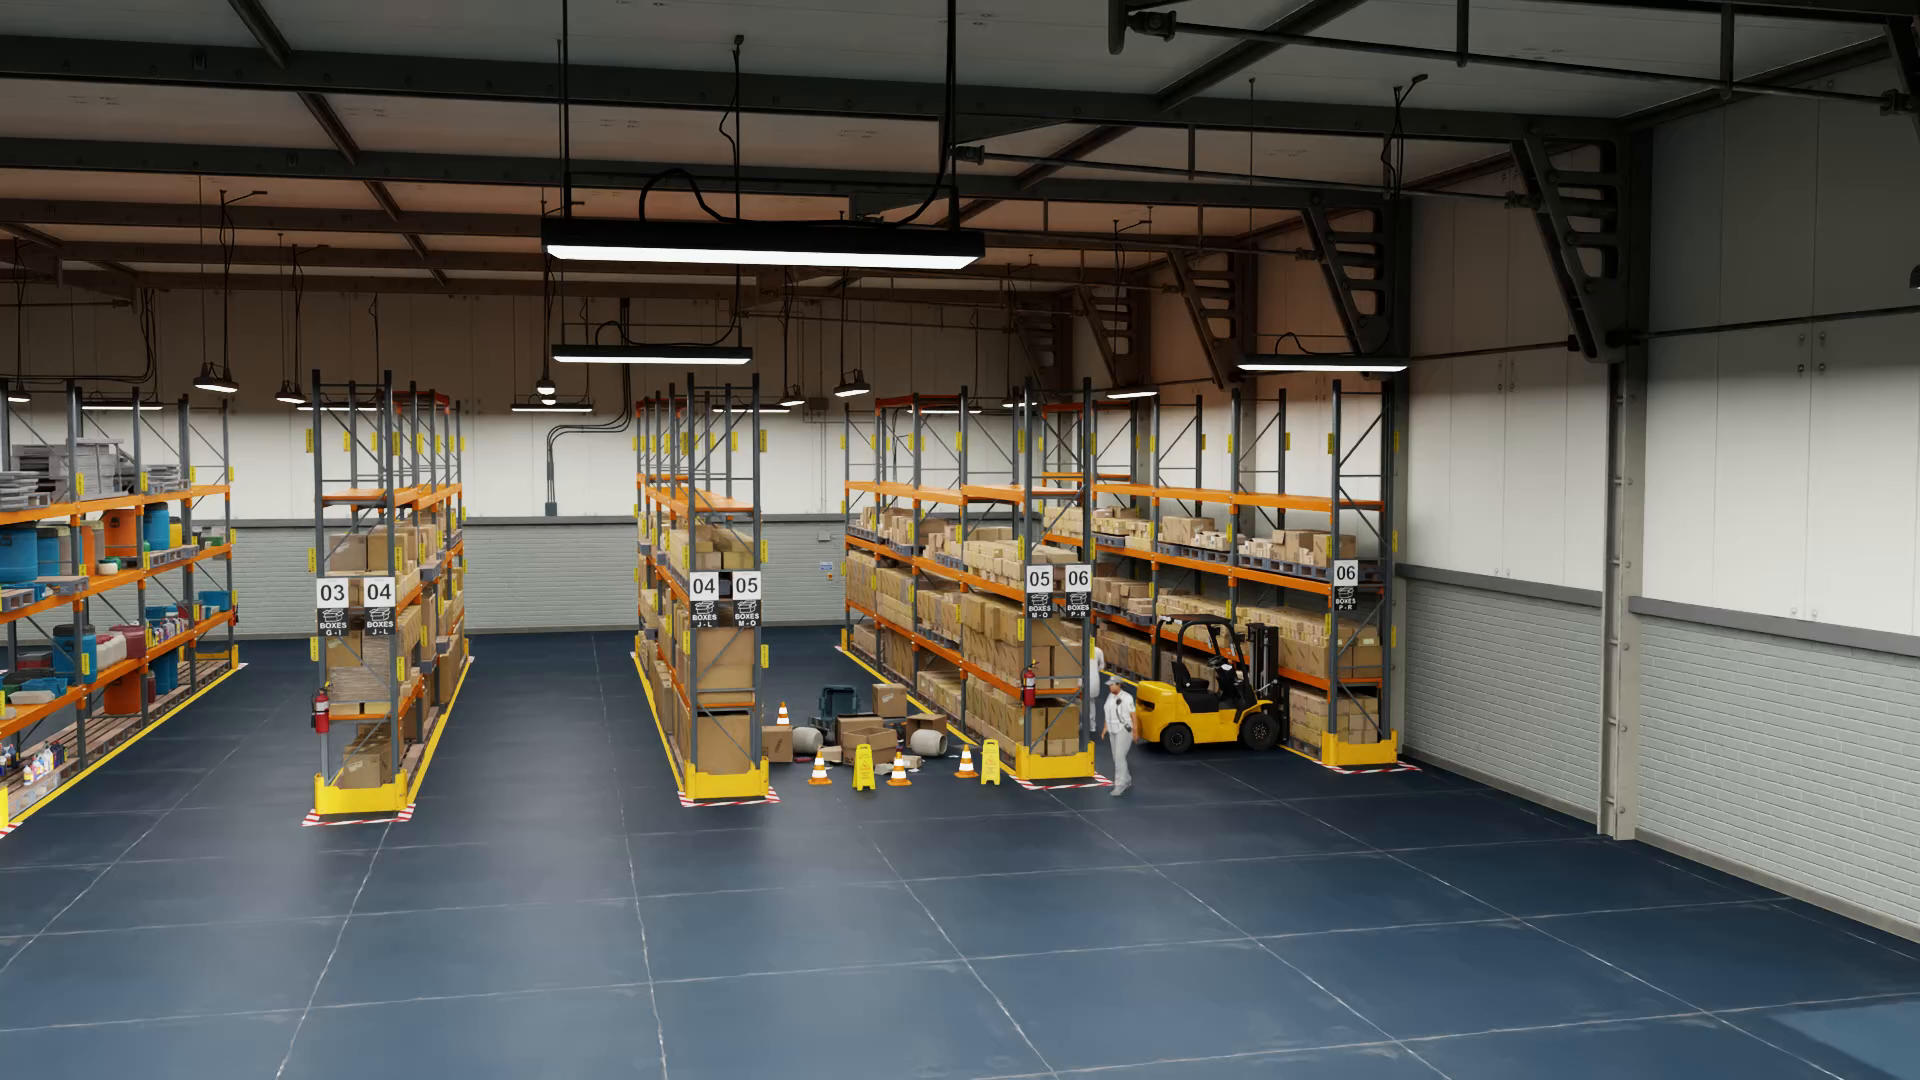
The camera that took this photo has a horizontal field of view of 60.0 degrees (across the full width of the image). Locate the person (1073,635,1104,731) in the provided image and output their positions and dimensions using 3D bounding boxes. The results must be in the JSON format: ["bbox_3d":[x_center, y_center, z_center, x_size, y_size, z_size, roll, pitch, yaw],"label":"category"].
[{"bbox_3d":[2.237,2.502,29.169,0.667,1.643,0.837,-1,3,-12],"label":"person"}]

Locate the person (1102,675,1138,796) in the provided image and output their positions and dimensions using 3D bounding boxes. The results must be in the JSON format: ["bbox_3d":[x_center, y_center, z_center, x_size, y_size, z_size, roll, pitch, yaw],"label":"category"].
[{"bbox_3d":[2.273,2.797,24.017,0.622,1.667,0.596,-2,4,-33],"label":"person"}]
